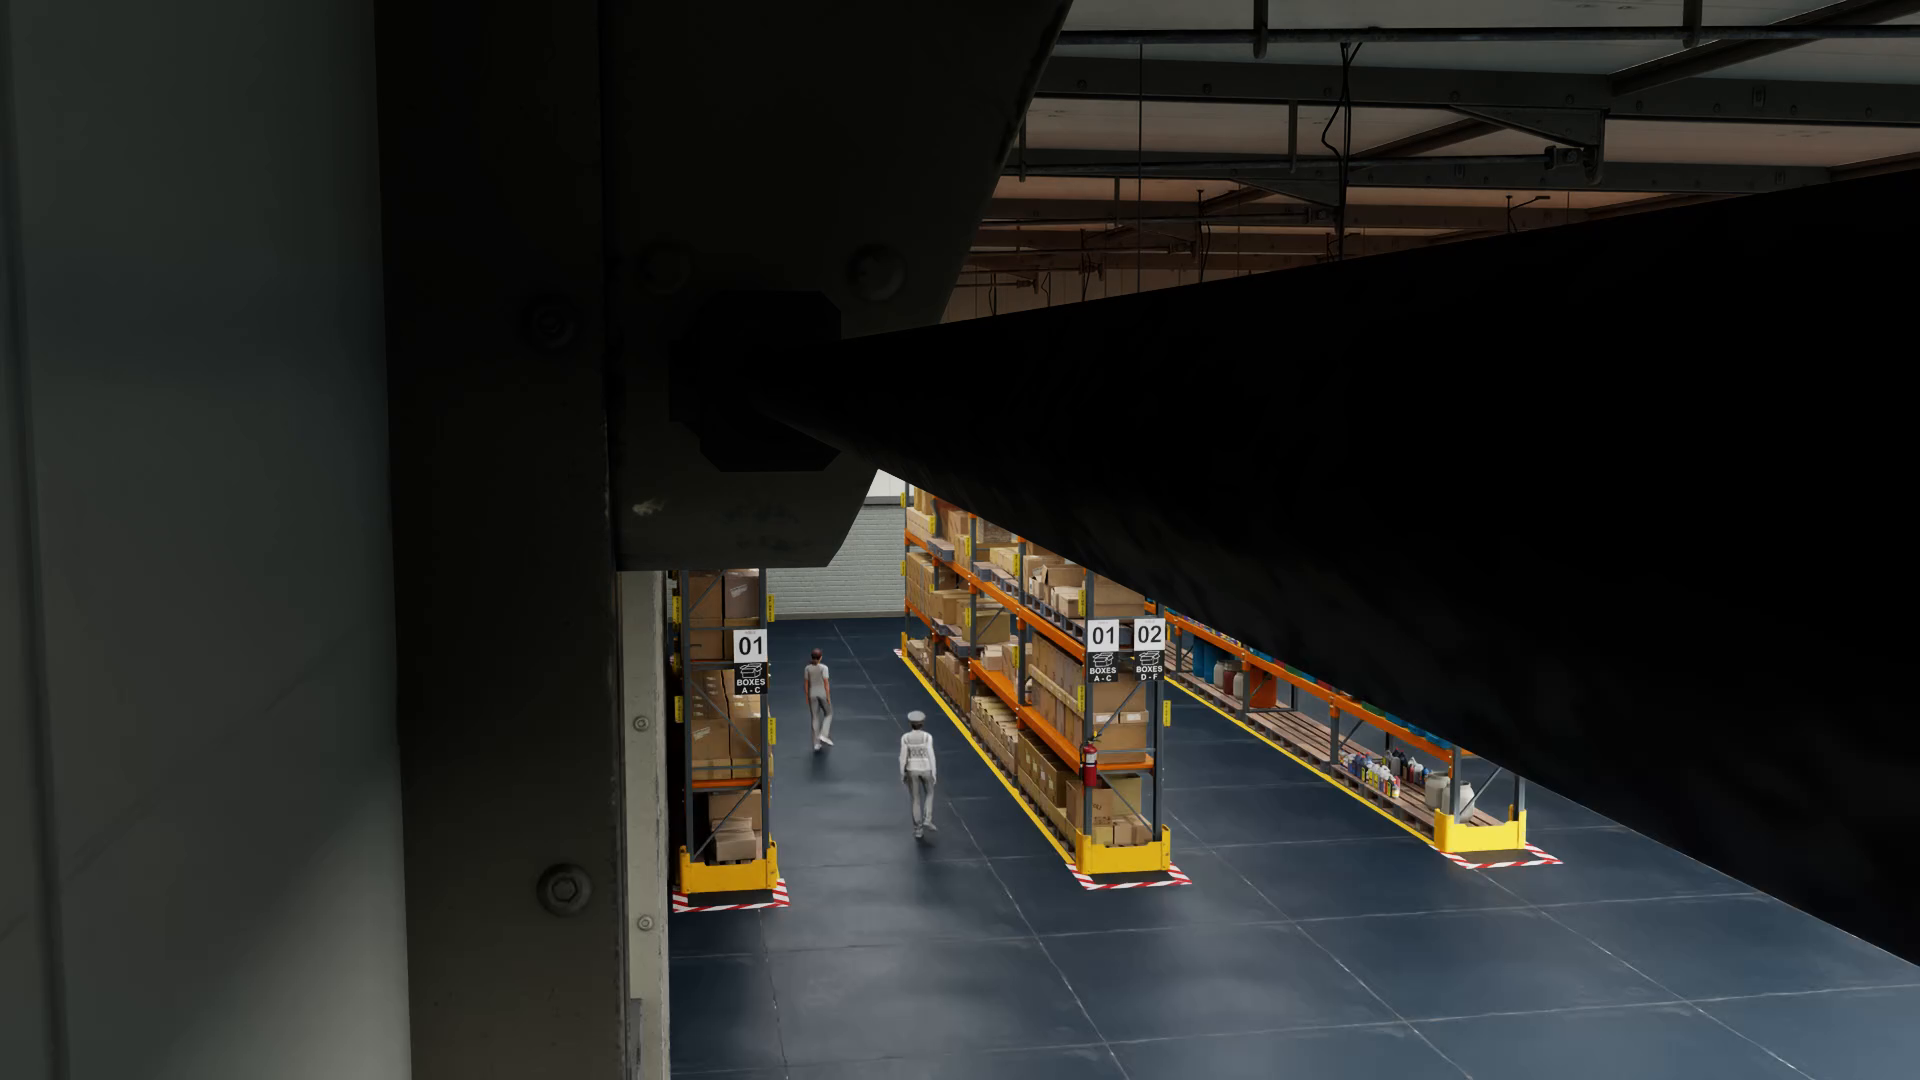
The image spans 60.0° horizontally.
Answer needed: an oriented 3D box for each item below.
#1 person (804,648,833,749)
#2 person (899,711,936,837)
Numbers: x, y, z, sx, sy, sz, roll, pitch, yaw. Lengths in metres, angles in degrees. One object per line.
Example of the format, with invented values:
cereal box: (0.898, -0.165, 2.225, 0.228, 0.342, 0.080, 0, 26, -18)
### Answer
person: (-2.368, 2.627, 27.664, 0.474, 1.658, 0.516, 1, 6, 6)
person: (-0.574, 3.156, 22.487, 0.505, 1.669, 0.478, 0, 6, 0)
